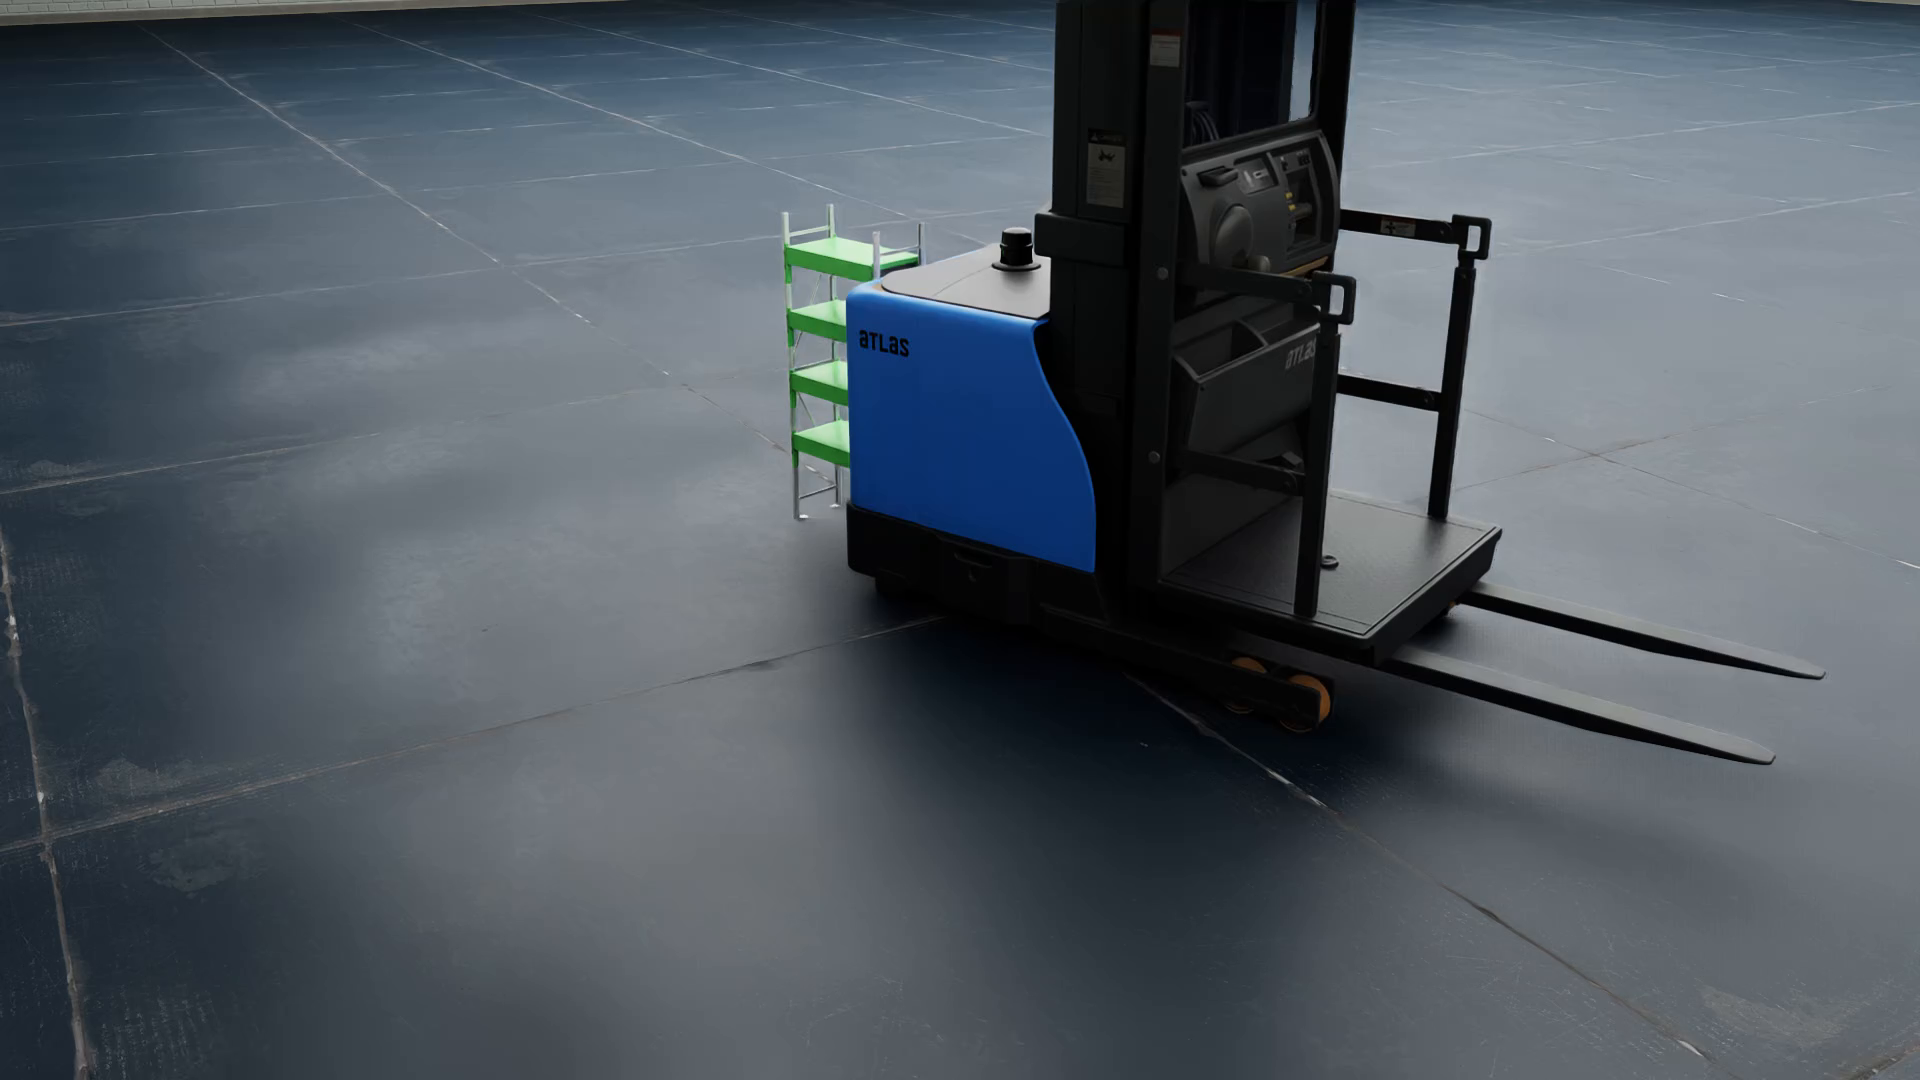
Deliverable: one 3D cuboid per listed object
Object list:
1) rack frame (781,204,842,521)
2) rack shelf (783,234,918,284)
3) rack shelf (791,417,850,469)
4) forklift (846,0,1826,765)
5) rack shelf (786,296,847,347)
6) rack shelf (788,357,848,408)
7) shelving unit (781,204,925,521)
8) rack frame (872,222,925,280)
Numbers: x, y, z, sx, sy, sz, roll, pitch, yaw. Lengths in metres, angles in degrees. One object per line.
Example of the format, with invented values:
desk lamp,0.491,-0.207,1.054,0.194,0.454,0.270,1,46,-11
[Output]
rack frame,-0.562,-0.666,6.356,0.015,1.200,0.240,20,30,40
rack shelf,-0.388,-0.987,6.040,0.480,0.148,0.258,20,30,40
rack shelf,-0.388,-0.320,6.312,0.480,0.148,0.258,20,30,40
forklift,1.085,-1.016,4.918,3.031,2.935,1.130,16,27,34
rack shelf,-0.388,-0.764,6.131,0.480,0.148,0.258,20,30,40
rack shelf,-0.388,-0.542,6.221,0.480,0.148,0.258,20,30,40
shelving unit,-0.388,-0.601,6.197,0.503,1.200,0.258,20,30,40
rack frame,-0.214,-0.537,6.039,0.015,1.200,0.240,20,30,40
